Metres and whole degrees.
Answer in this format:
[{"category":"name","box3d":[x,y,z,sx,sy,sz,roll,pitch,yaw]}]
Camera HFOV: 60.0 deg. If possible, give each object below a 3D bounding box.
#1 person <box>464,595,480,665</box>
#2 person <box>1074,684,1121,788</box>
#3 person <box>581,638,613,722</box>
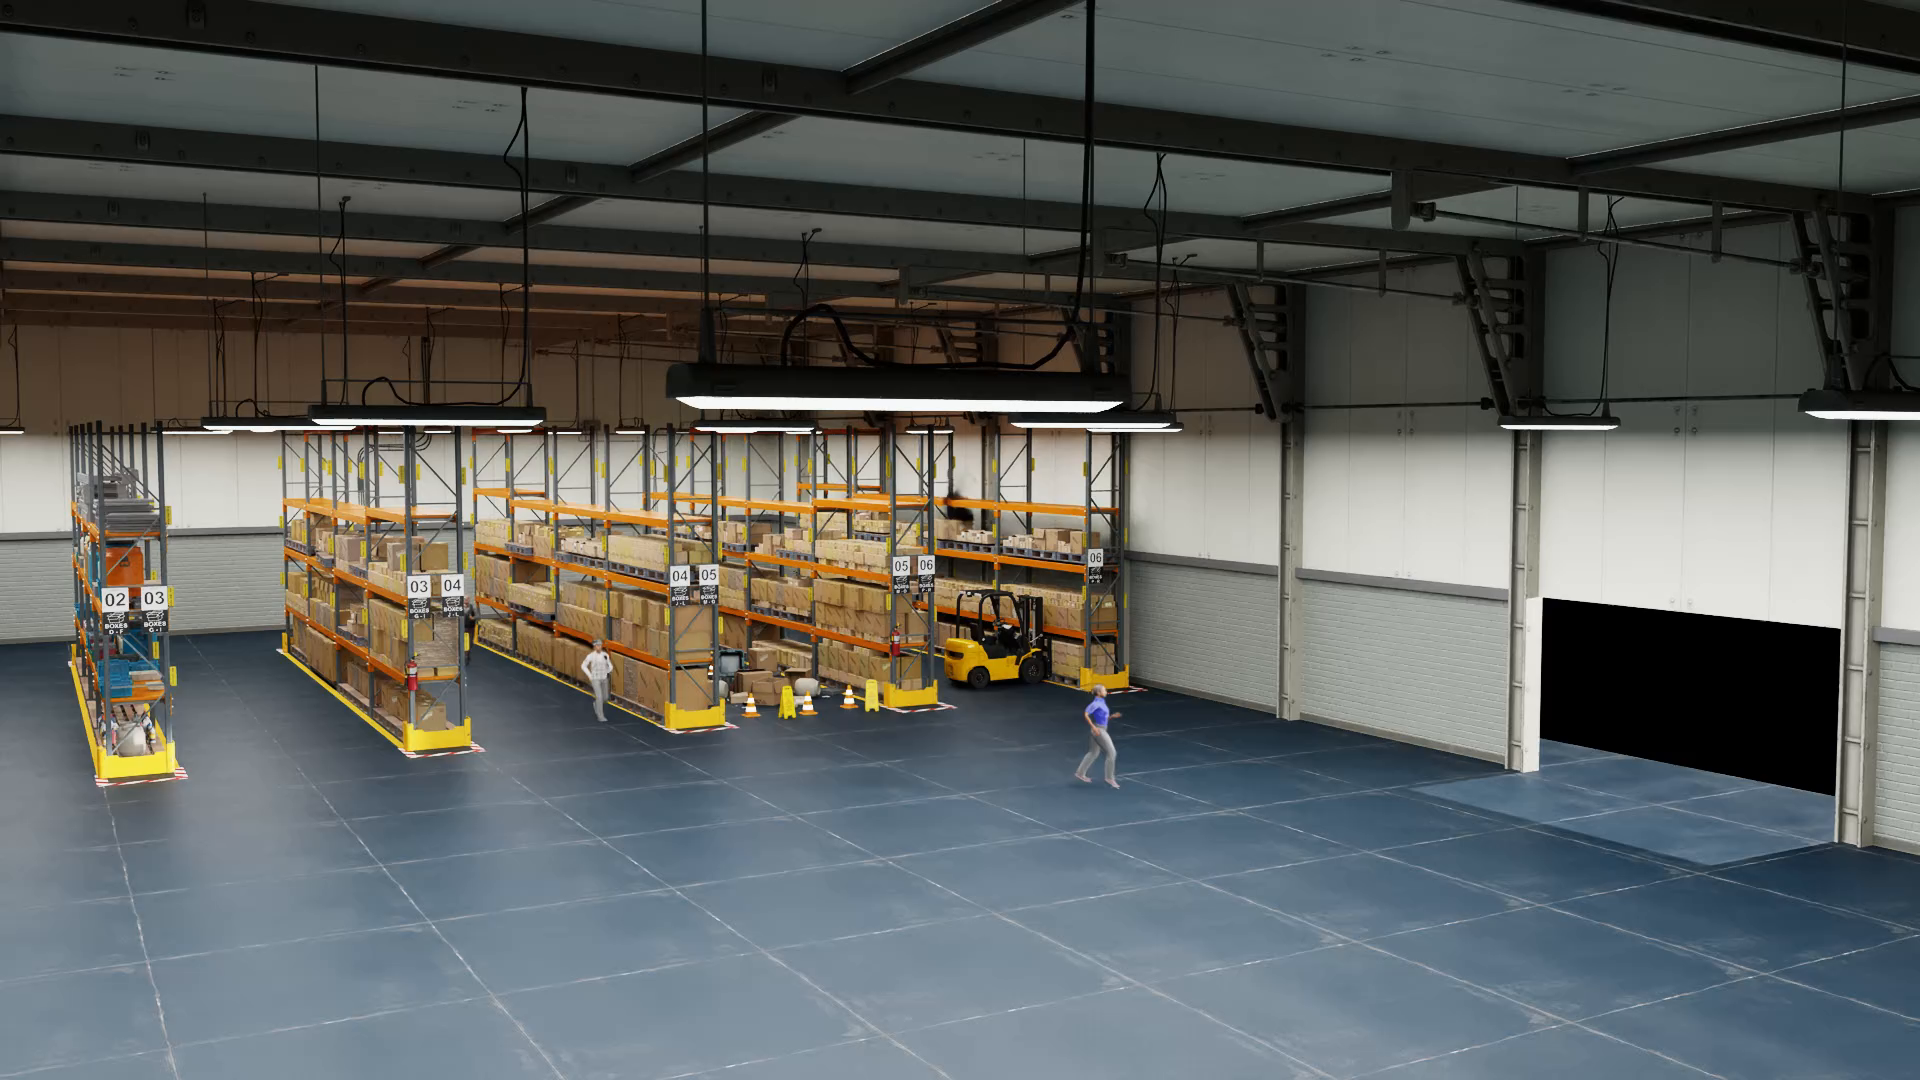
[{"category":"person","box3d":[-12.449,2.242,41.948,0.658,1.715,0.947,-2,4,-24]},{"category":"person","box3d":[2.264,3.211,27.233,0.779,1.716,0.549,0,4,2]},{"category":"person","box3d":[-7.320,2.812,33.627,0.625,1.660,0.767,-2,4,-34]}]
